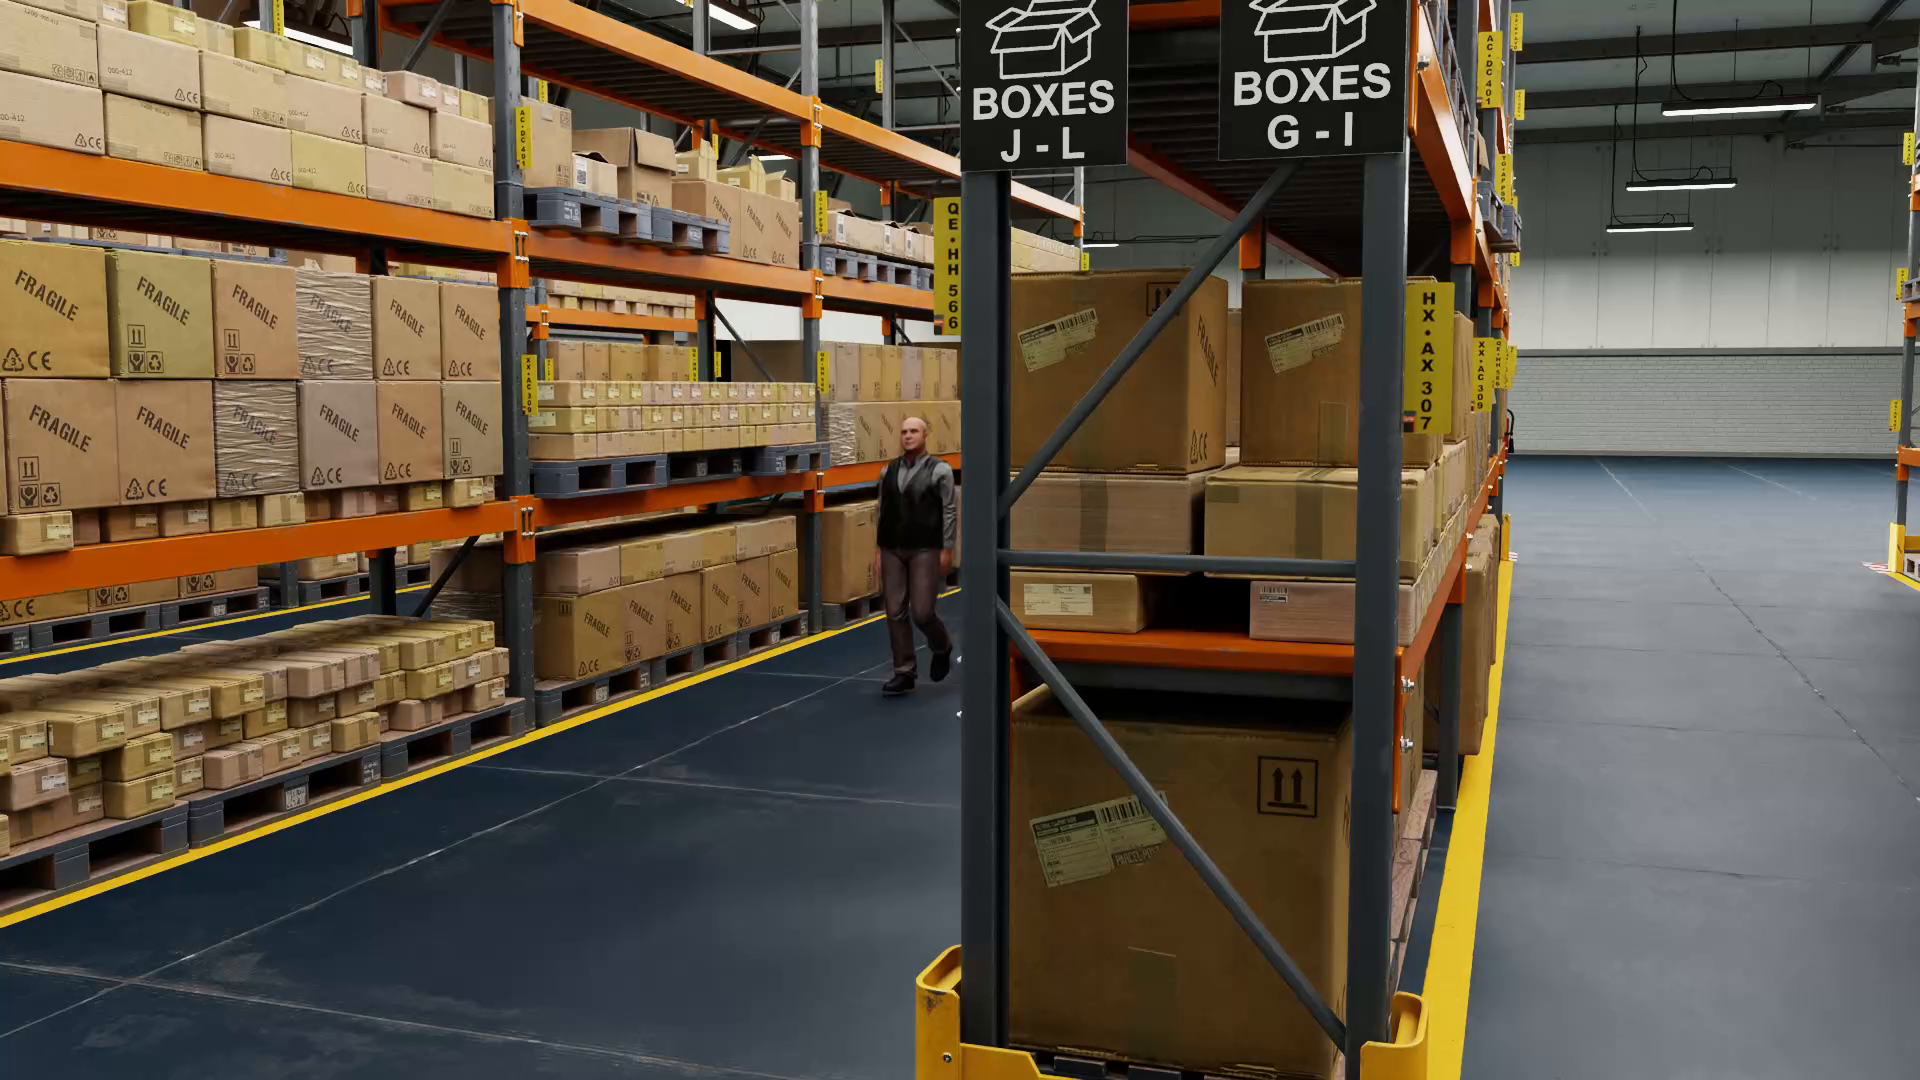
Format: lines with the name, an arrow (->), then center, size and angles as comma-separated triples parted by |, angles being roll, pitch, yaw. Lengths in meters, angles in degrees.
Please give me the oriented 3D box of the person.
person -> -0.283, 0.086, 10.449 | 0.540, 1.709, 0.551 | 2, 6, 25
